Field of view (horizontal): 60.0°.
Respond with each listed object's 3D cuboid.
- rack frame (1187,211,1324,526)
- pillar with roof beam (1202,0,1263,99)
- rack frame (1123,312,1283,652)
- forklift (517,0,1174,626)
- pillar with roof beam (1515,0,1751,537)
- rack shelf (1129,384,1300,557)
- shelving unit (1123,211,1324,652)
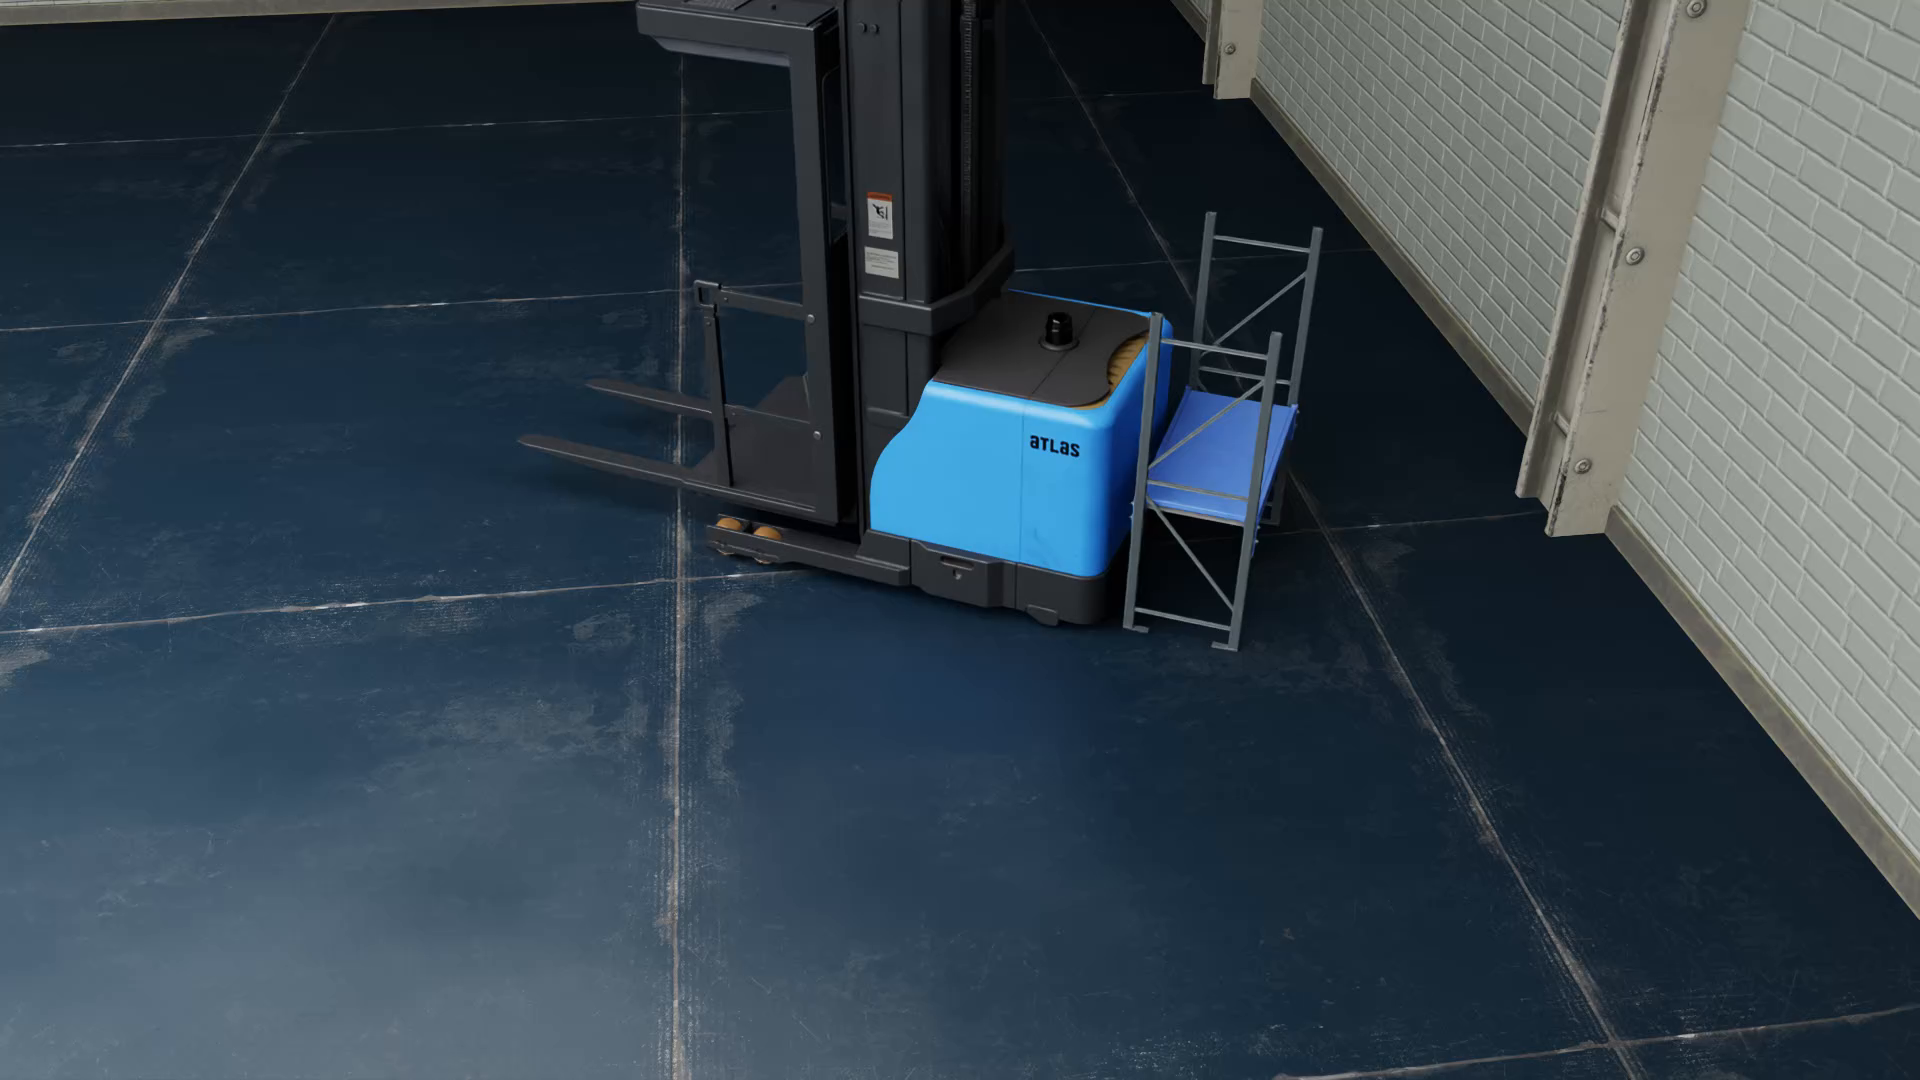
[{"bbox_3d":[1.282,-0.739,7.496,0.500,1.500,0.032,12,36,15],"label":"rack frame"},{"bbox_3d":[-2.194,-6.877,9.851,9.100,9.000,0.400,-4,35,-6],"label":"pillar with roof beam"},{"bbox_3d":[0.956,-0.197,6.700,0.500,1.500,0.032,12,36,15],"label":"rack frame"},{"bbox_3d":[-0.620,-1.364,7.149,3.031,2.935,1.130,13,36,18],"label":"forklift"},{"bbox_3d":[-1.387,-3.529,4.938,9.100,9.000,0.400,-4,35,-6],"label":"pillar with roof beam"},{"bbox_3d":[1.116,-0.320,7.200,0.538,0.185,1.000,12,36,15],"label":"rack shelf"},{"bbox_3d":[1.119,-0.468,7.098,0.538,1.500,1.048,12,36,15],"label":"shelving unit"}]
